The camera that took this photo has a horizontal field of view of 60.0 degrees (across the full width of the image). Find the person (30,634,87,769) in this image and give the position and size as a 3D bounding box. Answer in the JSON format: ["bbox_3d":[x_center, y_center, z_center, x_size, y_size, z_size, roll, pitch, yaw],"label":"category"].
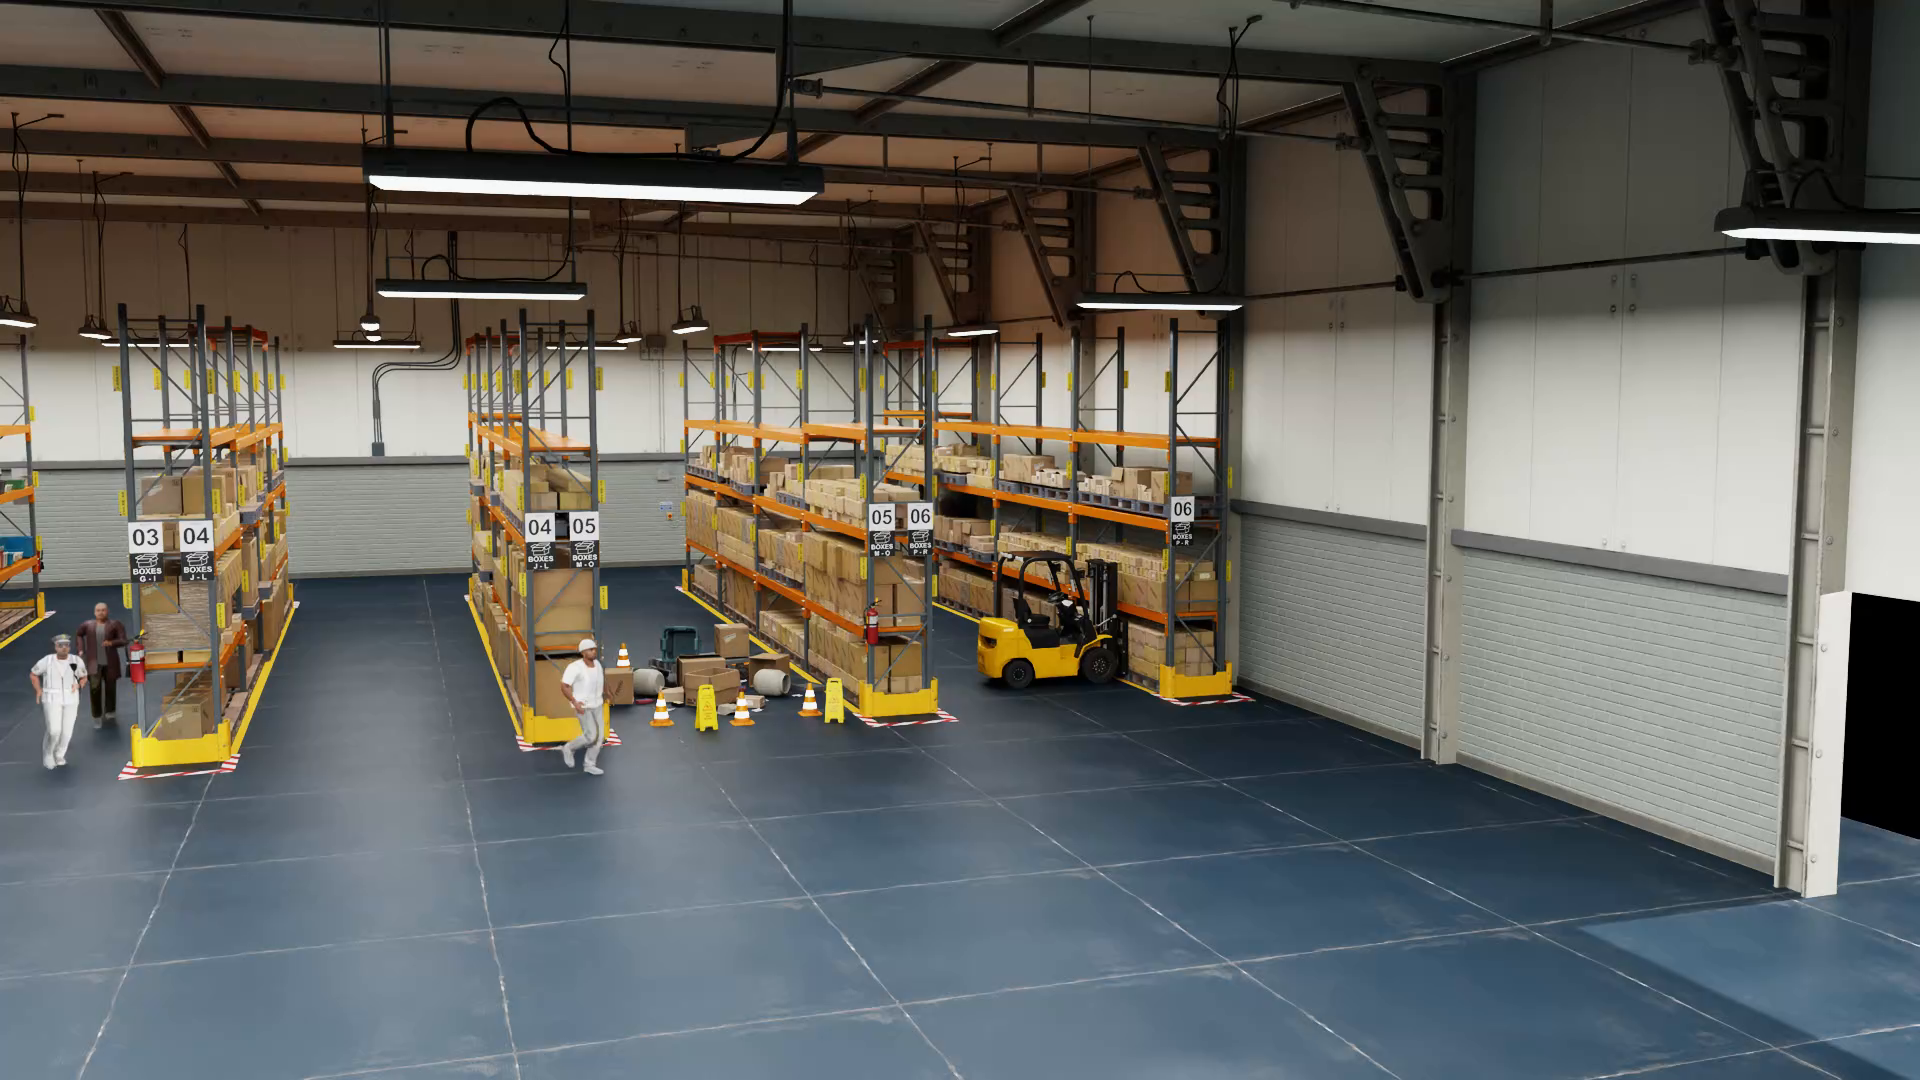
[{"bbox_3d":[-11.668,2.096,21.601,0.637,1.753,0.657,-4,7,-38],"label":"person"}]

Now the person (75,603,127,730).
[{"bbox_3d":[-12.479,1.830,24.202,0.670,1.842,0.803,-3,6,-28],"label":"person"}]

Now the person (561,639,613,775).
[{"bbox_3d":[-4.805,2.124,21.337,0.577,1.738,0.720,3,6,30],"label":"person"}]
